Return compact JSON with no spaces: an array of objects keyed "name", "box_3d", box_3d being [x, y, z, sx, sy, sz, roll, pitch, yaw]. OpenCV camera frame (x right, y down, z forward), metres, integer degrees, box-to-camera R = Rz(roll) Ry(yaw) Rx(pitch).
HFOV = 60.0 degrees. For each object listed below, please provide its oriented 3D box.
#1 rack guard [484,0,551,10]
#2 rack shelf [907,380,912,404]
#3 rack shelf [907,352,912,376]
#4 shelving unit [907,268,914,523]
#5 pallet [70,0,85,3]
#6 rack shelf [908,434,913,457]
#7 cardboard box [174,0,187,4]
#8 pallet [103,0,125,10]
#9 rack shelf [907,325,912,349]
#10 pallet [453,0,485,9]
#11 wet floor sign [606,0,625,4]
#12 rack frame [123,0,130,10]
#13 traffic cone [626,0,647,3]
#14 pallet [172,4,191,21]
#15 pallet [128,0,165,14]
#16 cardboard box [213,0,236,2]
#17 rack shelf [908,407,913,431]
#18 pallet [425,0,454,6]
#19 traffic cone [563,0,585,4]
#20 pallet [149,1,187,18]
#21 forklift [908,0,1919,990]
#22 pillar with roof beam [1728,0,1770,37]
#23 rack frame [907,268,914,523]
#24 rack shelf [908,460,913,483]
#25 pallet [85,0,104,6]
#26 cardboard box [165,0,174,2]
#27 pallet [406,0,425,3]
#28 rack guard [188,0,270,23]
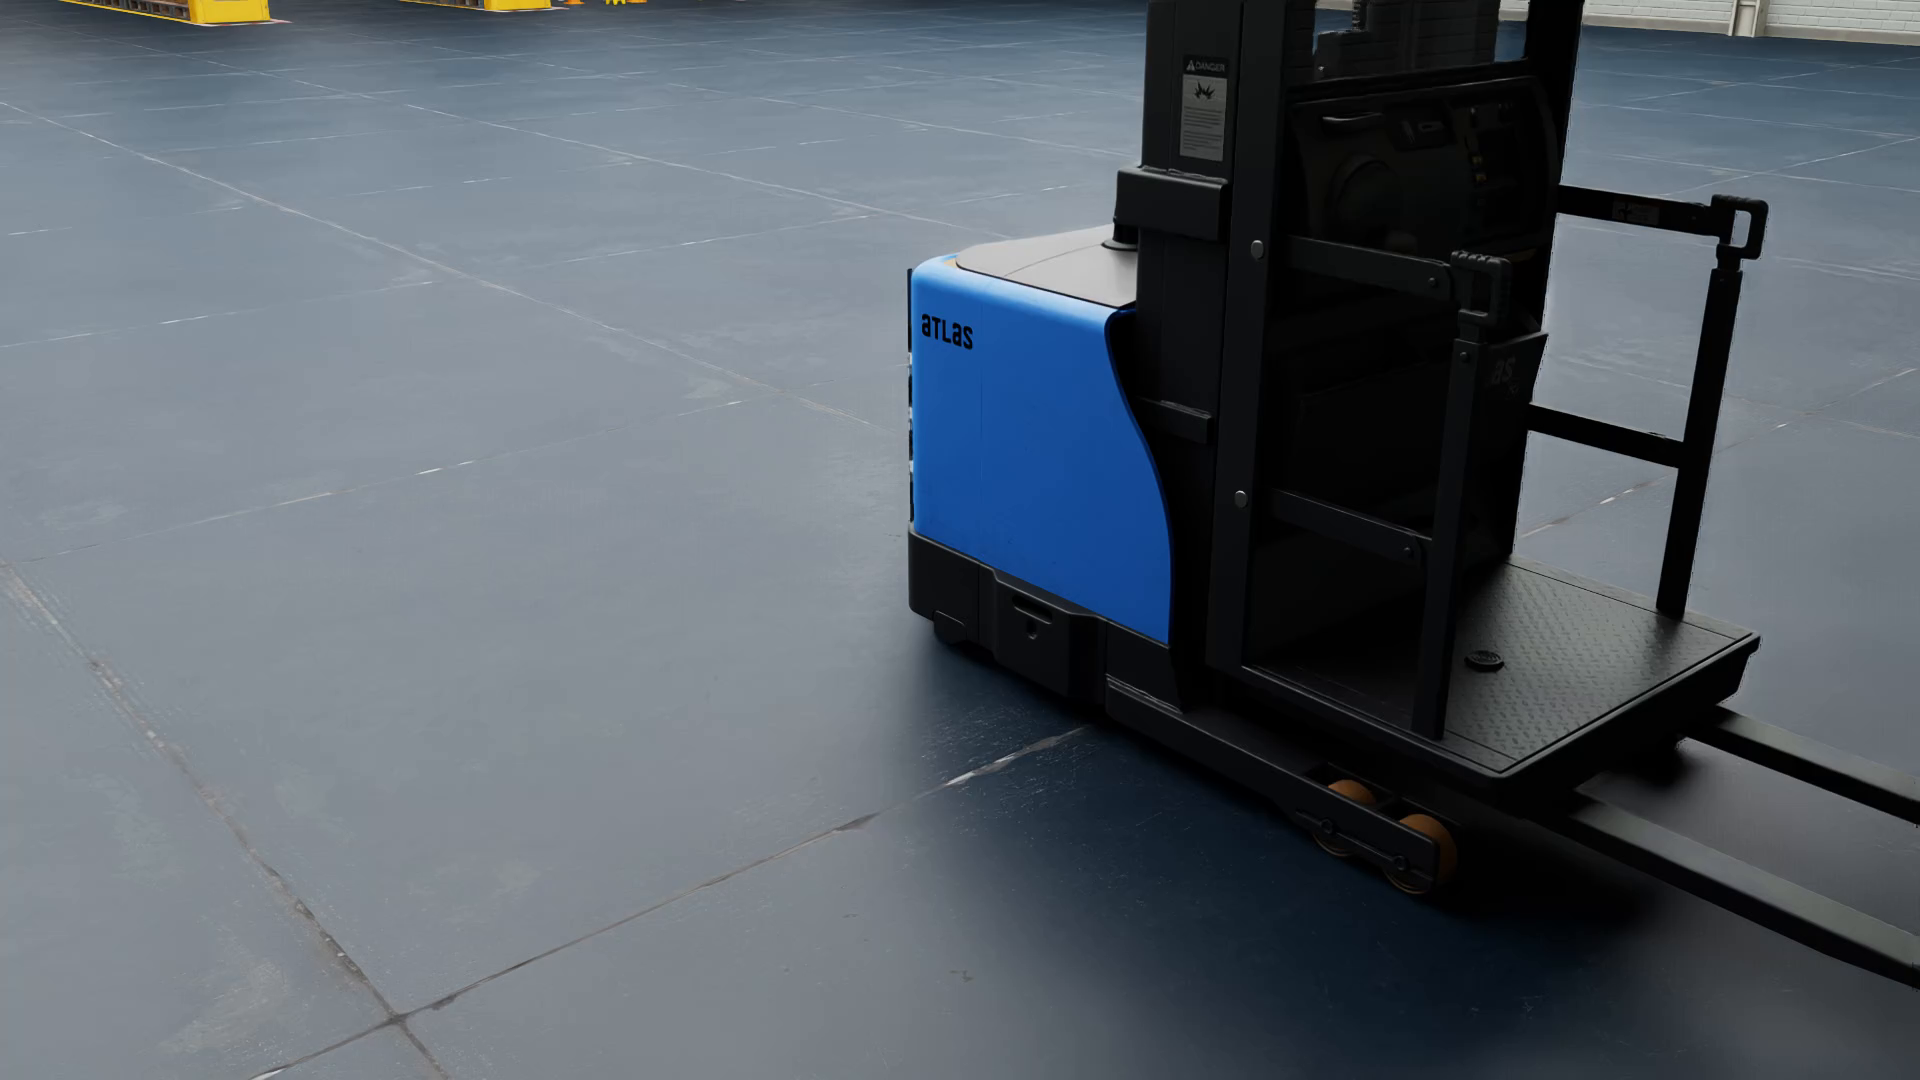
[{"name":"rack guard","box_3d":[-7.927,-9.768,29.737,1.175,0.500,0.348,-17,27,-37]},{"name":"rack shelf","box_3d":[-0.005,-0.474,5.305,0.258,0.077,0.200,-17,27,-37]},{"name":"rack shelf","box_3d":[-0.005,-0.558,5.272,0.258,0.077,0.200,-17,27,-37]},{"name":"shelving unit","box_3d":[-0.005,-0.421,5.326,0.258,0.900,0.210,-17,27,-37]},{"name":"pallet","box_3d":[-16.479,-10.481,31.955,1.003,0.211,1.213,-17,27,-37]},{"name":"rack shelf","box_3d":[-0.005,-0.306,5.371,0.258,0.077,0.200,-17,27,-37]},{"name":"cardboard box","box_3d":[-12.971,-9.328,28.039,0.500,0.500,0.500,-14,26,-33]},{"name":"pallet","box_3d":[-14.886,-9.807,30.234,1.003,0.211,1.213,-17,27,-37]},{"name":"rack shelf","box_3d":[-0.005,-0.642,5.239,0.258,0.077,0.200,-17,27,-37]},{"name":"pallet","box_3d":[-8.524,-9.842,30.324,1.003,0.211,1.213,-17,27,-37]},{"name":"wet floor sign","box_3d":[-6.424,-10.306,30.911,0.232,0.644,0.267,17,27,36]},{"name":"rack frame","box_3d":[-14.377,-10.891,29.177,1.000,3.000,0.127,-17,27,-37]},{"name":"traffic cone","box_3d":[-6.135,-10.417,31.446,0.336,0.463,0.334,-17,27,-37]},{"name":"pallet","box_3d":[-12.319,-8.741,27.512,1.003,0.211,1.213,-17,27,-37]},{"name":"pallet","box_3d":[-13.912,-9.415,29.233,1.003,0.211,1.213,-17,27,-37]},{"name":"cardboard box","box_3d":[-12.161,-8.994,27.185,0.500,0.500,0.500,-12,24,-28]},{"name":"rack shelf","box_3d":[-0.005,-0.390,5.338,0.258,0.077,0.200,-17,27,-37]},{"name":"pallet","box_3d":[-9.316,-10.179,31.184,1.003,0.211,1.213,-17,27,-37]},{"name":"traffic cone","box_3d":[-7.213,-10.242,30.999,0.336,0.463,0.334,-17,27,-37]},{"name":"pallet","box_3d":[-13.111,-9.078,28.372,1.003,0.211,1.213,-17,27,-37]},{"name":"forklift","box_3d":[1.182,-0.816,3.547,1.130,2.935,3.031,-17,27,-37]},{"name":"pillar with roof beam","box_3d":[8.216,-10.530,20.029,9.100,9.000,0.400,-17,27,-37]},{"name":"rack frame","box_3d":[-0.072,-0.449,5.397,0.240,0.900,0.006,-17,27,-37]},{"name":"rack shelf","box_3d":[-0.005,-0.223,5.403,0.258,0.077,0.200,-17,27,-37]},{"name":"pallet","box_3d":[-15.687,-10.144,31.095,1.003,0.211,1.213,-17,27,-37]},{"name":"cardboard box","box_3d":[-13.302,-9.493,28.460,0.500,0.500,0.500,19,29,40]},{"name":"pallet","box_3d":[-10.116,-10.516,32.045,1.003,0.211,1.213,-17,27,-37]},{"name":"rack guard","box_3d":[-11.816,-8.643,26.865,1.175,0.500,0.348,-17,27,-37]}]
